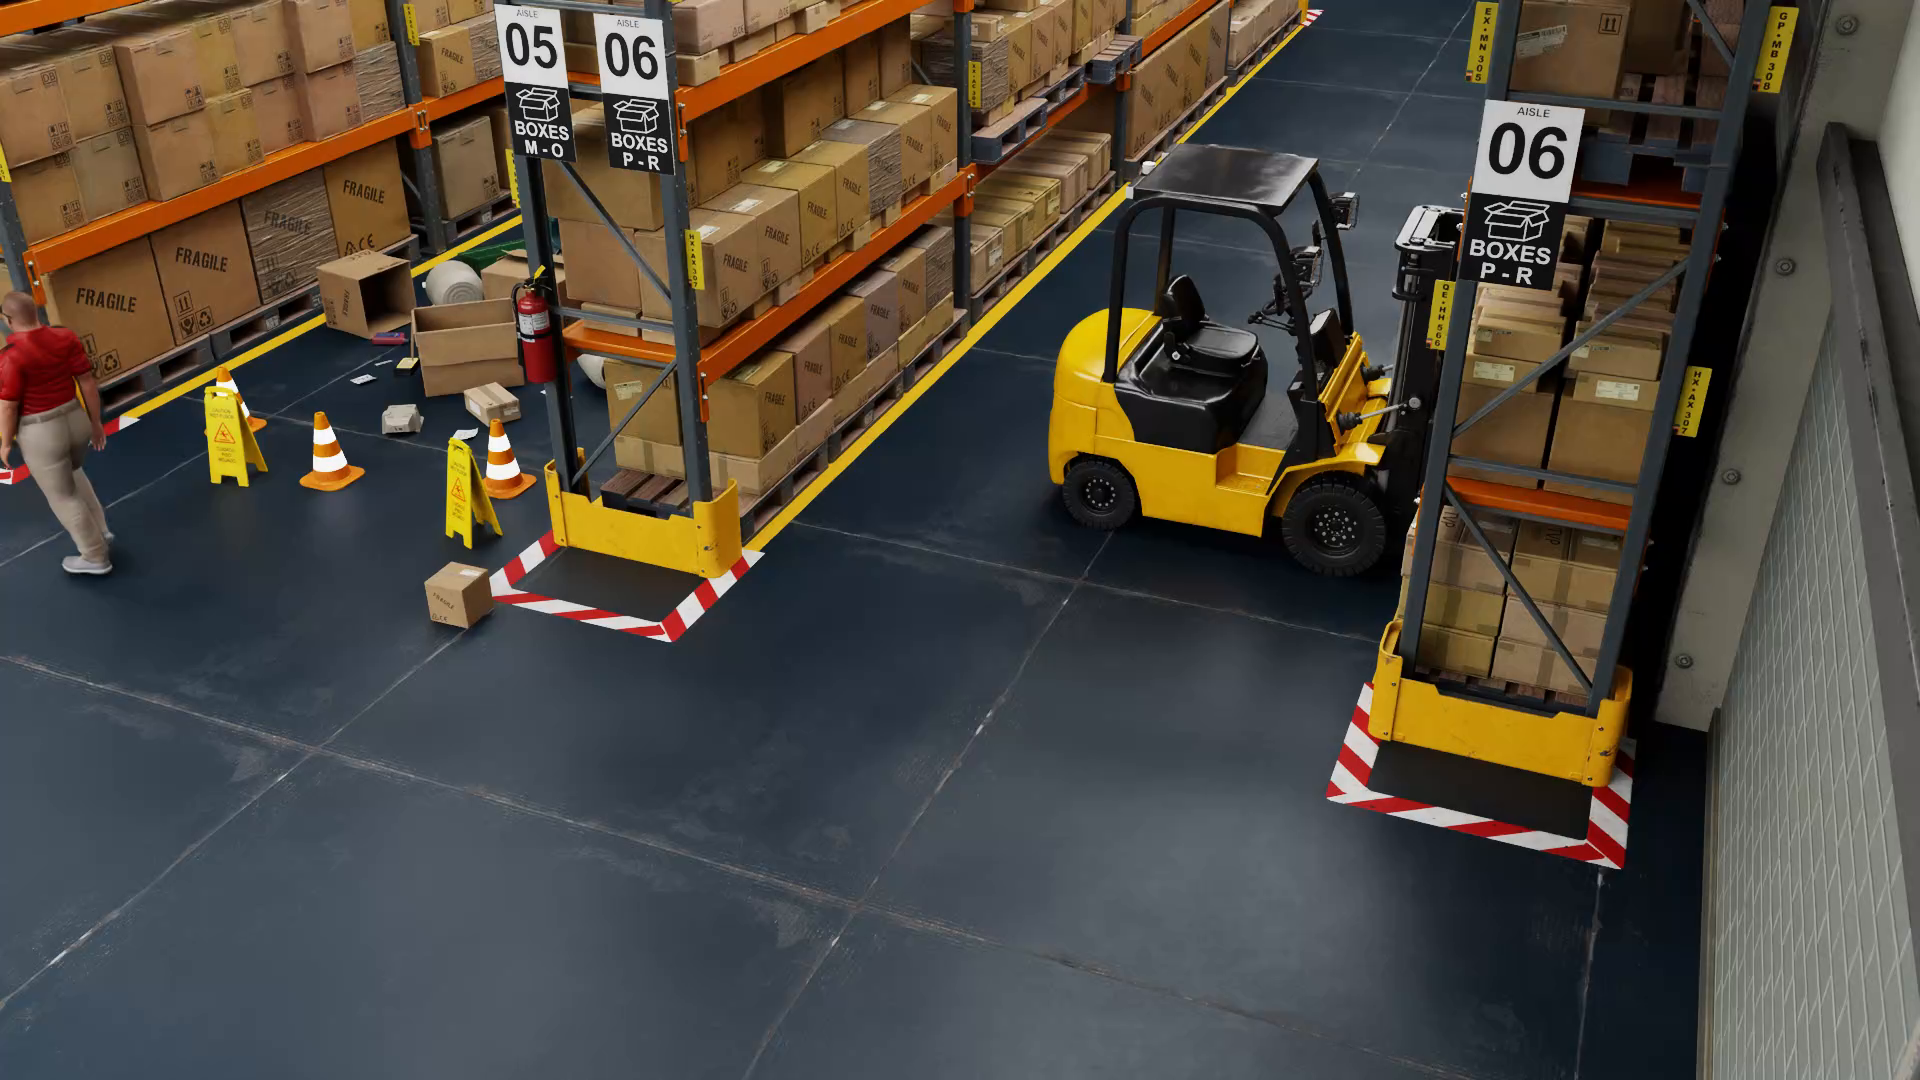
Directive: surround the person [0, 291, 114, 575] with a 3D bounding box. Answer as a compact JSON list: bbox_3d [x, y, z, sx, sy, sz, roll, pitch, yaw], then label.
[{"bbox_3d":[-5.183,-0.579,9.472,0.478,1.792,0.530,11,31,18],"label":"person"}]
